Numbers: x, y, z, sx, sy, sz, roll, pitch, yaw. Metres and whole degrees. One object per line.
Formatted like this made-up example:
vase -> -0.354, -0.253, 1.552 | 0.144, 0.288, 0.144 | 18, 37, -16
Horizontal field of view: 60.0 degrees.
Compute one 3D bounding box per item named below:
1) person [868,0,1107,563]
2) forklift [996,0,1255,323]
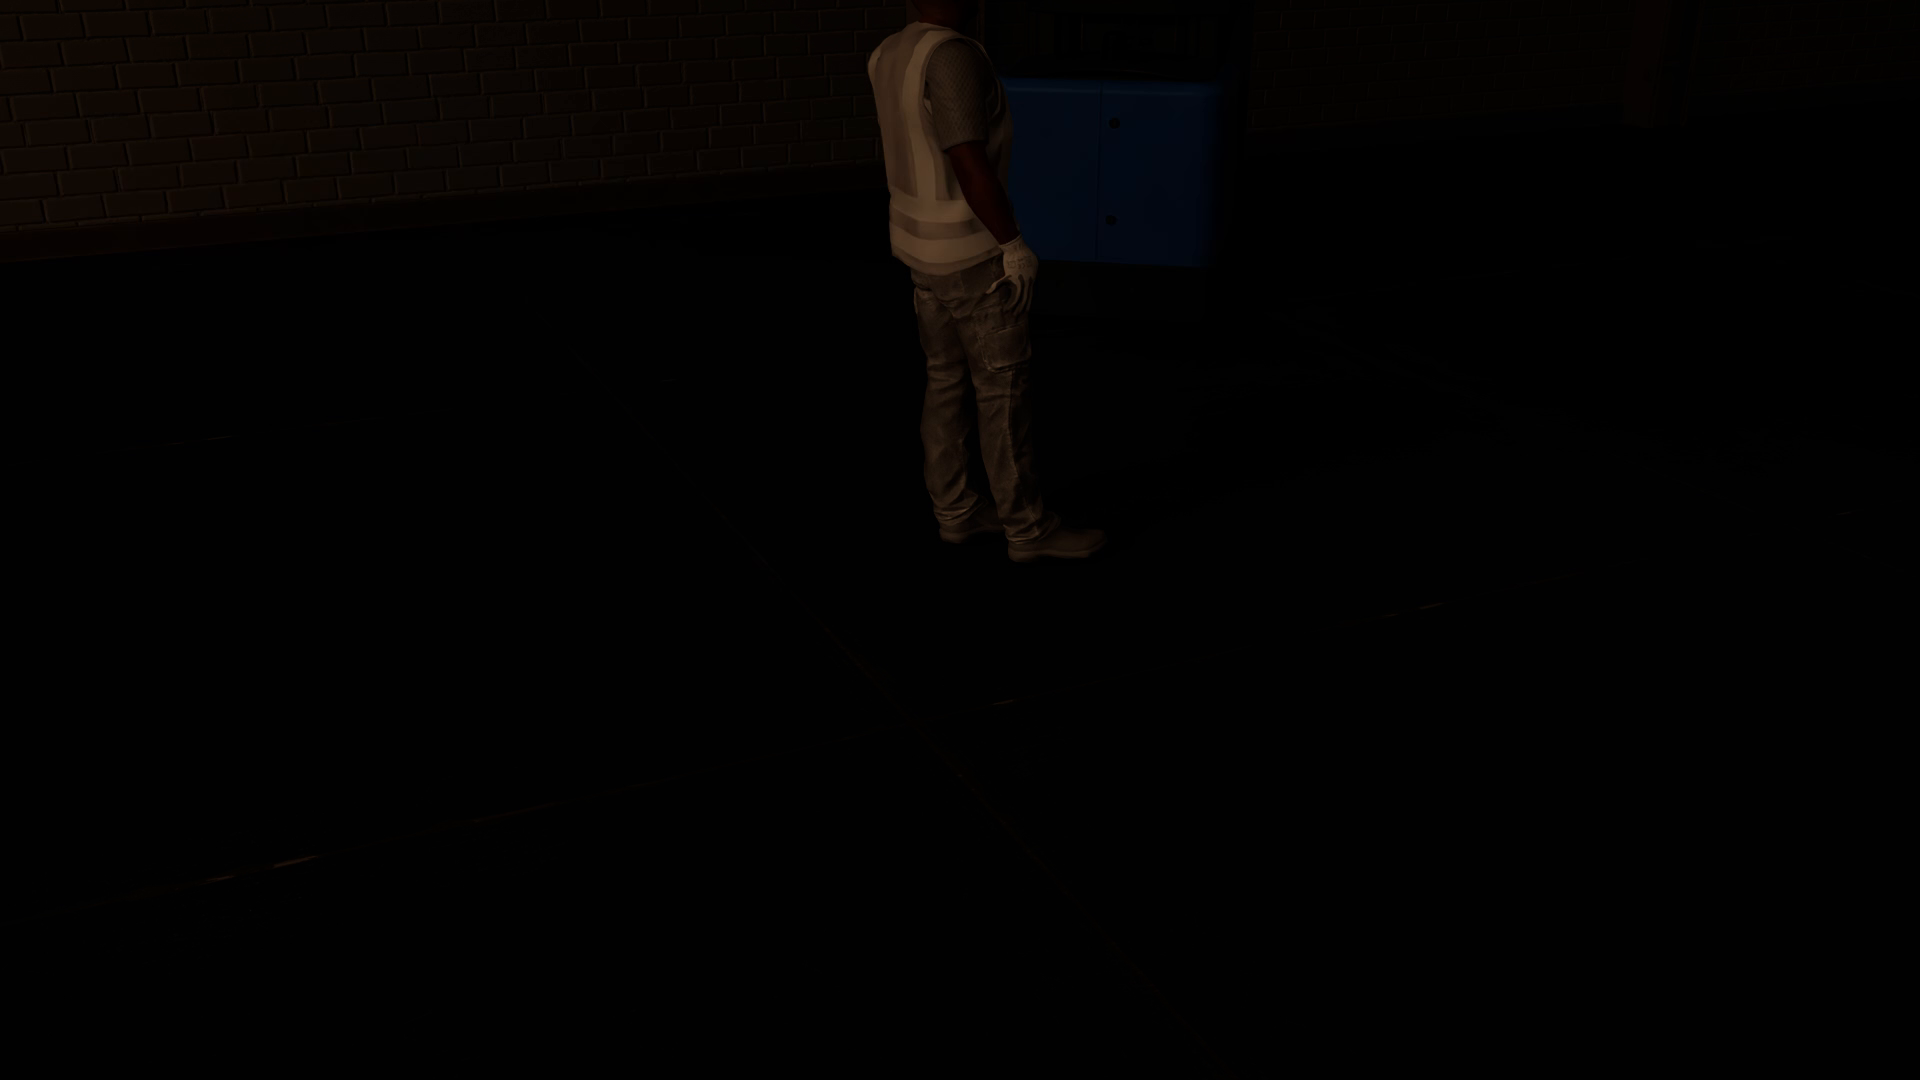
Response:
person -> 0.069, -0.839, 4.784 | 0.575, 1.784, 0.656 | -10, 25, -23
forklift -> 0.906, -2.823, 8.081 | 1.130, 2.935, 3.031 | 5, 23, 11
